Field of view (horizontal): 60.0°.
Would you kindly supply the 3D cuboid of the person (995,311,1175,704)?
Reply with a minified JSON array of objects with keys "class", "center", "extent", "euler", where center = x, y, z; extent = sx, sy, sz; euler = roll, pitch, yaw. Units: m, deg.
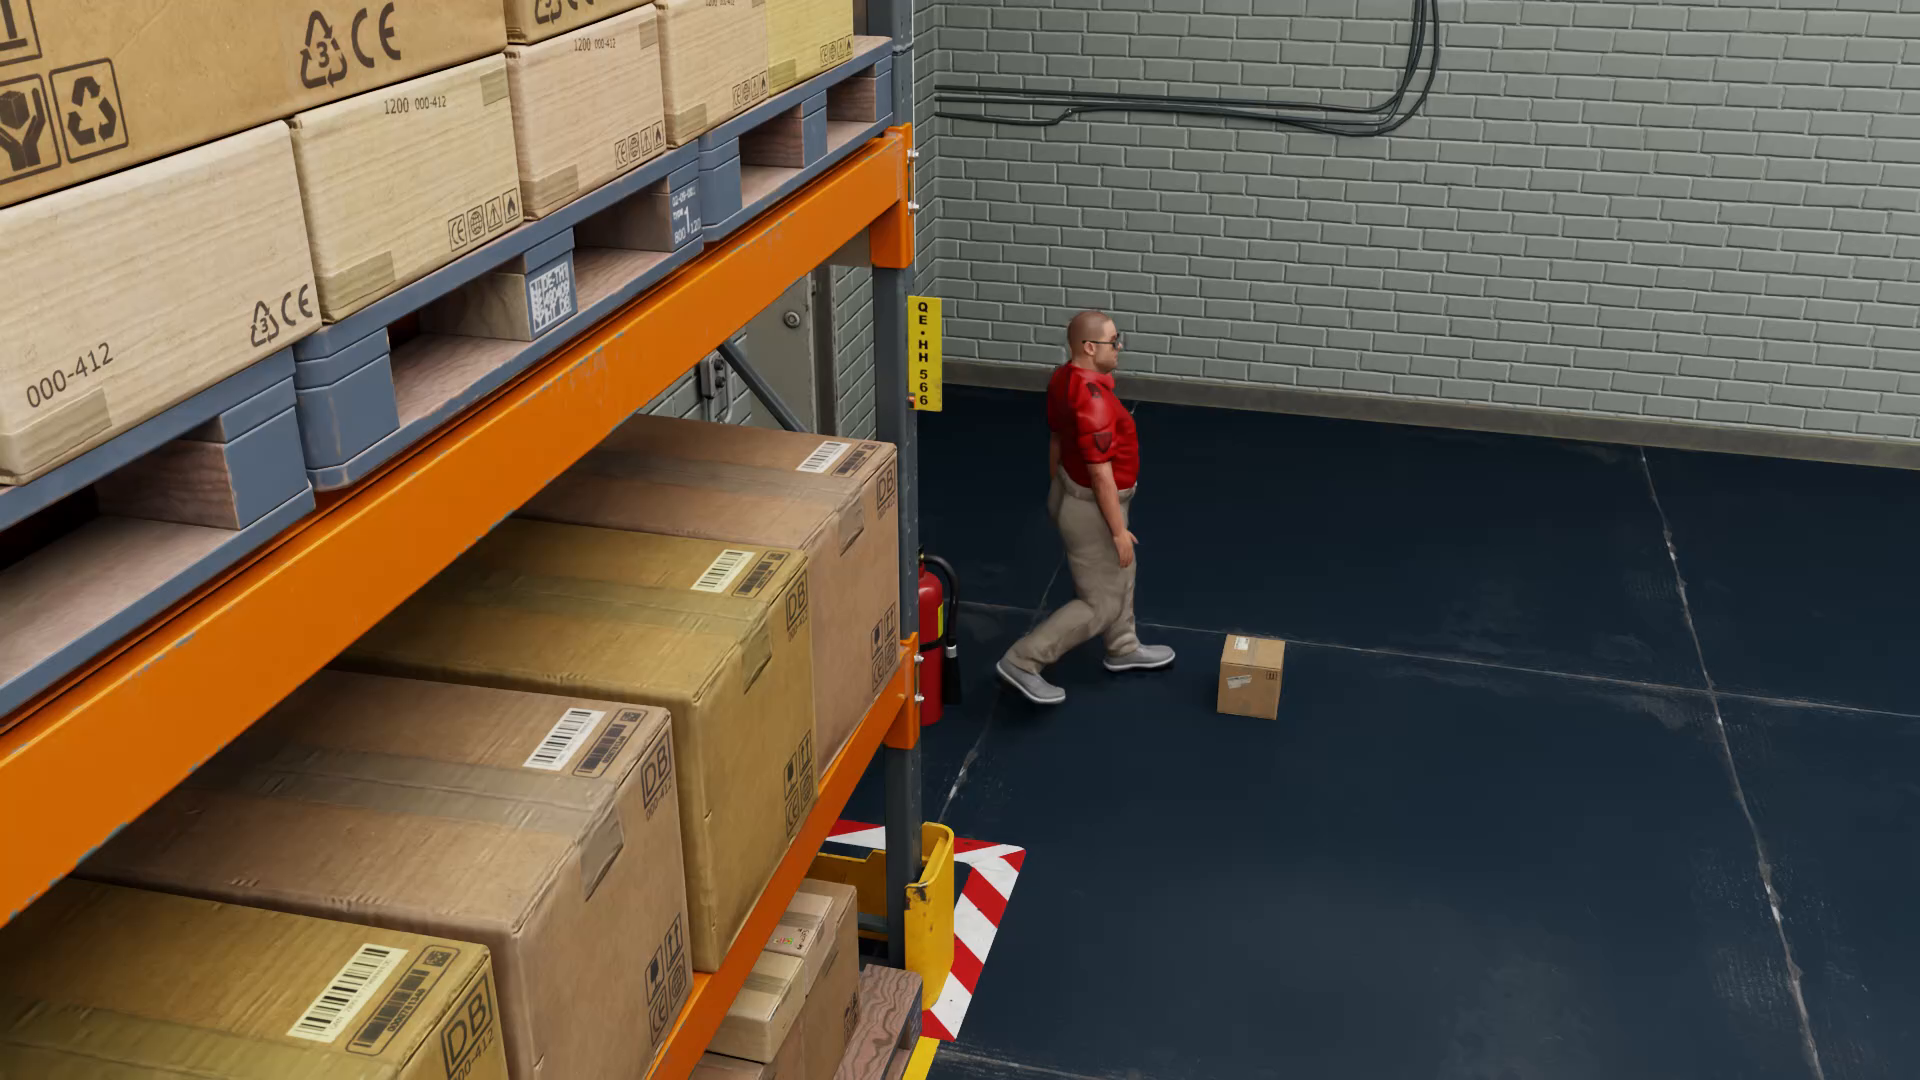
[{"class":"person","center":[0.558,-0.135,6.918],"extent":[0.880,1.687,0.593],"euler":[-6,26,-12]}]
